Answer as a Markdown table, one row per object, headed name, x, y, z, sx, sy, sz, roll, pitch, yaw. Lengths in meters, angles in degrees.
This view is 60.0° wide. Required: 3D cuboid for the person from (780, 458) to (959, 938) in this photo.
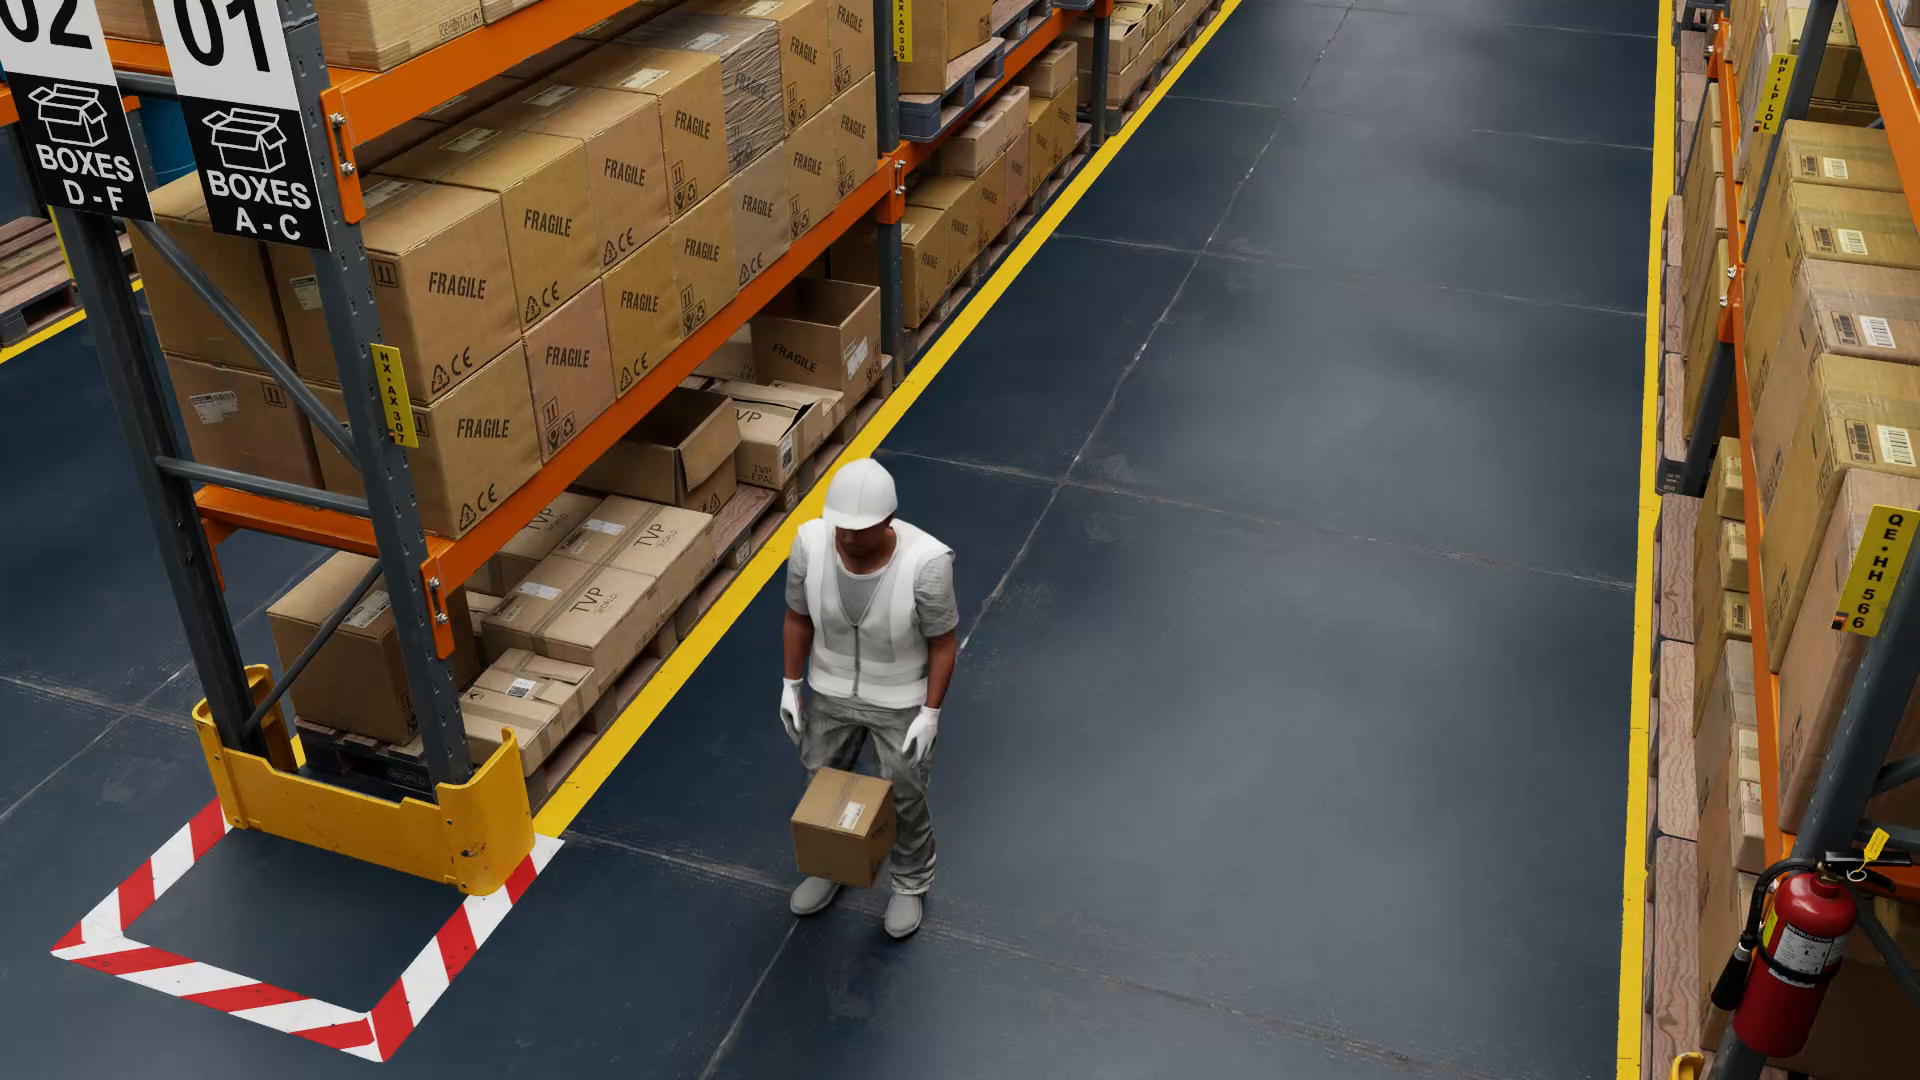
| name | x | y | z | sx | sy | sz | roll | pitch | yaw |
| --- | --- | --- | --- | --- | --- | --- | --- | --- | --- |
| person | -0.289 | 0.499 | 5.354 | 0.575 | 1.780 | 0.411 | 10 | 34 | 15 |
